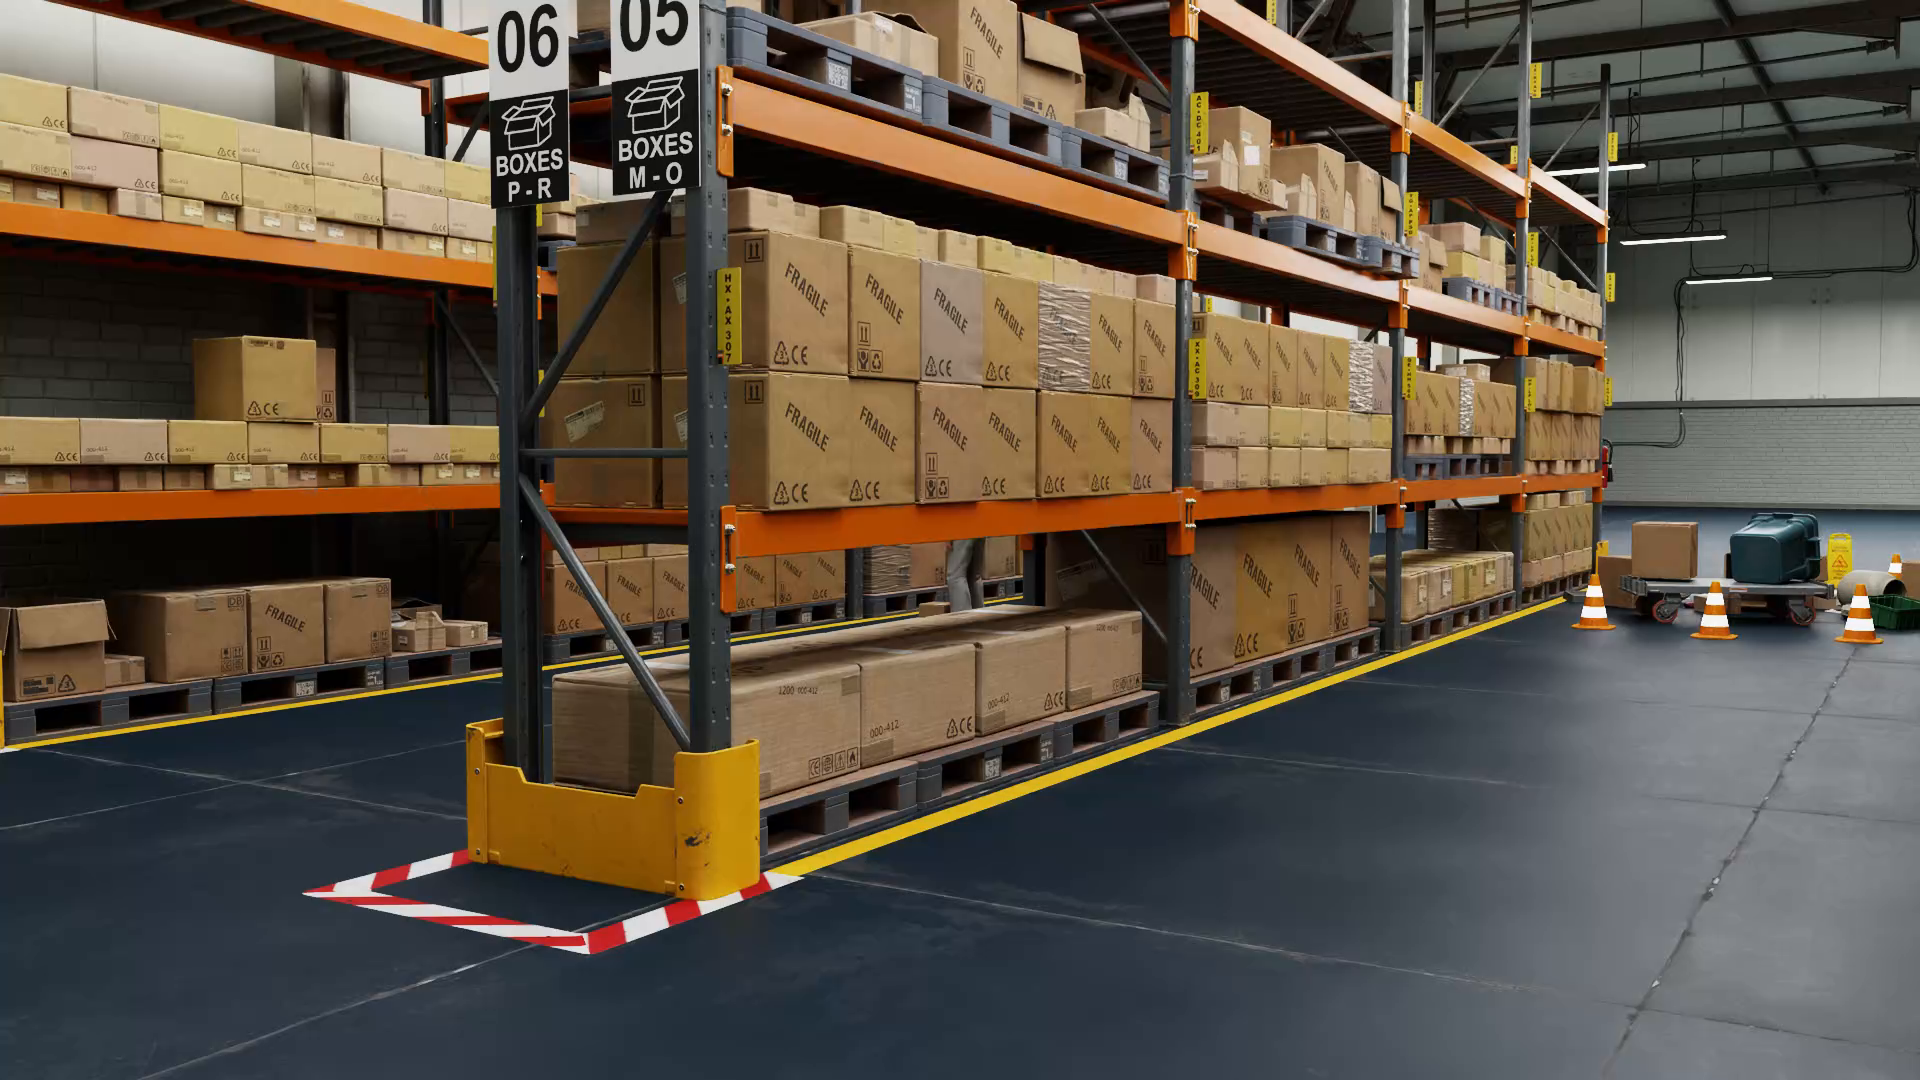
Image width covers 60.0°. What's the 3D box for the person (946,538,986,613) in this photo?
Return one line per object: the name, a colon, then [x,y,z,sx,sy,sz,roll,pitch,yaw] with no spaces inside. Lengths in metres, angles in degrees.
person: [0.040,-0.043,13.921,0.360,1.672,0.485,2,3,31]
